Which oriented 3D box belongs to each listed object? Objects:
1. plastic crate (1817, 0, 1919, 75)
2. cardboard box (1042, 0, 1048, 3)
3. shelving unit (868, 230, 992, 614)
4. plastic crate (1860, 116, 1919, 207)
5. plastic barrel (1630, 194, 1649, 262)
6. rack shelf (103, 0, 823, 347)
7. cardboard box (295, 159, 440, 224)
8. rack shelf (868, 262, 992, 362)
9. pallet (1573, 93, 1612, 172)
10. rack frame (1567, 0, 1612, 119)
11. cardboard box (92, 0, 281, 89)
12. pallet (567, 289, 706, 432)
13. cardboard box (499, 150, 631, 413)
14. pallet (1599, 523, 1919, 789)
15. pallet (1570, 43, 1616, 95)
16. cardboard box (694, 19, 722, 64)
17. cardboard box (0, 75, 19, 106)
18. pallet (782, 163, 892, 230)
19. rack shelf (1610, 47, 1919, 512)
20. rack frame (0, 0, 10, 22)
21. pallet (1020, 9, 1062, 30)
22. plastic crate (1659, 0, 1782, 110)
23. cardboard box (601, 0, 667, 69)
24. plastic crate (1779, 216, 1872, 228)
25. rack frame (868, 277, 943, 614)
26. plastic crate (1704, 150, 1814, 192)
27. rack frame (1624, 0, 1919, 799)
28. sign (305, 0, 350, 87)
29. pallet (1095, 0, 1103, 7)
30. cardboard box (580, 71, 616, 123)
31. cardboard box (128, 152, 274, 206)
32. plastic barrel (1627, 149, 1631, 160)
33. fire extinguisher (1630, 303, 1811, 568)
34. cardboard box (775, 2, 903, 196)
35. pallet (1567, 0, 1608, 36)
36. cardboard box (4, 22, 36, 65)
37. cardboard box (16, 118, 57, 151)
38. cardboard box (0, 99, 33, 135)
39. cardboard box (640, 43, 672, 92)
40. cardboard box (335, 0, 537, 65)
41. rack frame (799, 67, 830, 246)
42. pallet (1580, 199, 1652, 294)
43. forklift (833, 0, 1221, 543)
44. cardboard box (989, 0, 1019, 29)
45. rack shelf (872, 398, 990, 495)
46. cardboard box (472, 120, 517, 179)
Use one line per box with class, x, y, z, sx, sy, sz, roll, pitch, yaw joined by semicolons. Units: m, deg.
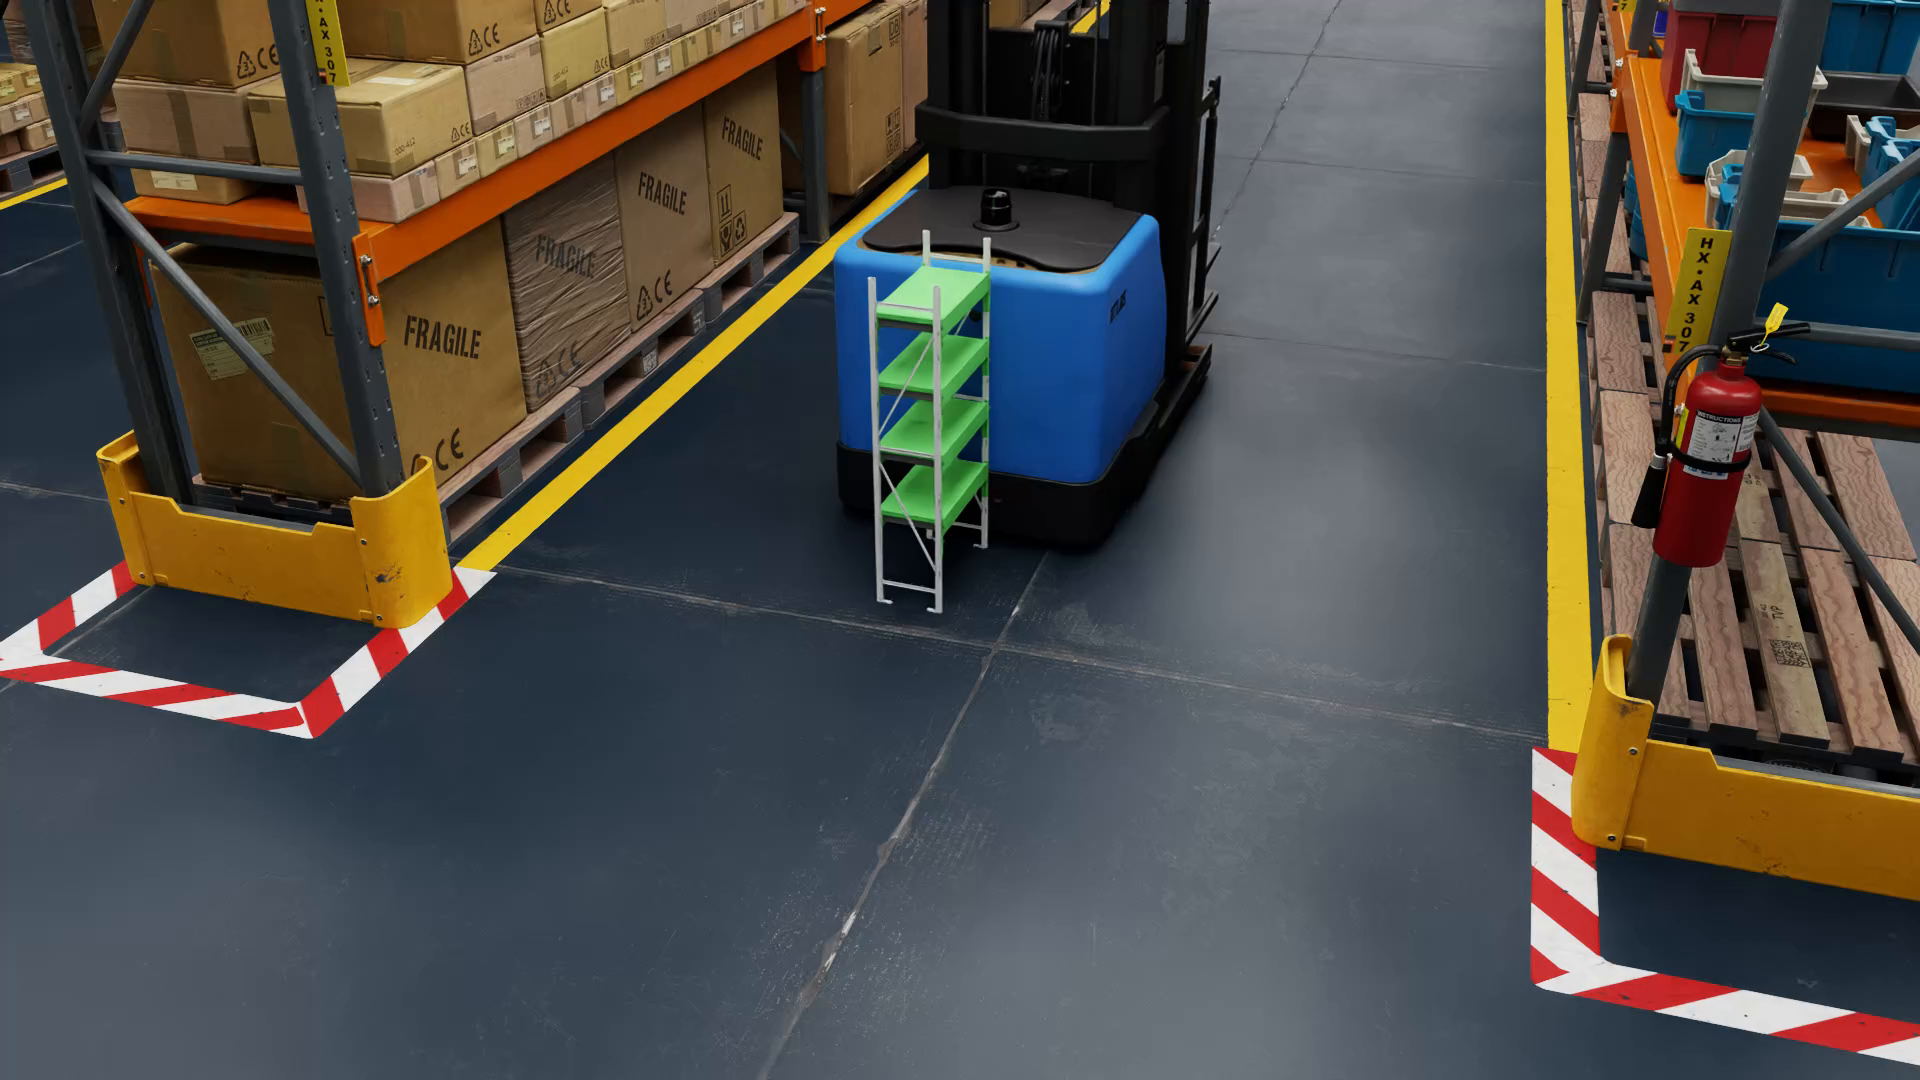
plastic crate;3.703;-2.076;6.851;0.392;0.384;0.575;8;30;15
cardboard box;0.441;-4.826;13.959;0.700;0.500;0.500;11;31;19
shelving unit;-0.094;-0.401;5.736;0.258;1.200;0.503;10;31;17
plastic crate;3.202;-1.236;5.497;0.416;0.233;0.300;8;30;15
plastic barrel;3.690;-1.840;8.198;0.600;0.901;0.708;8;30;15
rack shelf;-1.808;-1.786;7.114;1.077;0.370;4.000;8;30;15
cardboard box;-1.975;-1.179;5.541;0.380;0.149;0.250;9;30;15
rack shelf;-0.094;-0.765;5.534;0.258;0.148;0.480;10;31;17
pallet;4.496;-2.591;10.690;1.003;0.211;1.213;8;30;15
rack frame;4.688;-4.181;10.681;1.000;3.000;0.127;8;30;15
cardboard box;-2.503;-1.827;5.525;0.500;0.500;0.500;9;30;15
pallet;-1.875;-0.900;7.650;1.003;0.211;1.213;8;30;15
cardboard box;-2.017;-1.157;6.998;0.875;0.875;0.875;8;30;15
pallet;2.619;0.377;5.355;1.003;0.211;1.213;8;30;15
pallet;4.952;-3.317;11.996;1.003;0.211;1.213;8;30;15
cardboard box;-1.299;-2.253;7.472;0.380;0.149;0.250;9;30;16
cardboard box;-5.825;-2.655;9.825;0.380;0.149;0.250;9;30;15
pallet;-1.066;-2.180;9.952;1.003;0.211;1.213;8;30;15
rack shelf;2.927;-1.079;5.844;1.077;0.370;4.000;8;30;15
rack frame;-5.933;-3.784;9.967;1.000;3.000;0.127;8;30;15
pallet;0.184;-4.033;13.282;1.003;0.211;1.213;8;30;15
plastic crate;3.012;-1.998;6.628;0.402;0.464;0.583;8;30;15
cardboard box;-1.551;-2.138;6.856;0.500;0.250;0.500;8;30;14
plastic crate;2.505;-0.912;5.014;0.396;0.136;0.243;8;30;15
rack frame;-0.176;-0.289;5.536;0.240;1.200;0.015;10;31;17
plastic crate;2.632;-1.185;5.505;0.298;0.136;0.250;8;30;15
rack frame;2.340;-0.464;3.998;1.000;3.000;0.127;8;30;15
sign;-1.866;-1.501;4.891;0.100;0.325;0.005;8;30;15
pallet;0.900;-5.167;15.320;1.003;0.211;1.213;8;30;15
cardboard box;-1.600;-1.776;6.616;0.380;0.149;0.250;8;30;14
cardboard box;-2.605;-1.273;5.711;0.380;0.149;0.250;9;30;16
plastic barrel;4.229;-2.557;9.809;0.600;0.588;0.708;8;30;15
fire extinguisher;1.861;-0.262;4.098;0.296;0.674;0.183;8;30;15
cardboard box;-1.052;-2.585;9.564;1.225;0.875;0.875;9;30;15
pallet;5.669;-4.451;14.035;1.003;0.211;1.213;8;30;15
cardboard box;-5.956;-3.255;11.155;0.500;0.500;0.500;8;30;14
cardboard box;-5.722;-2.491;10.143;0.380;0.149;0.250;9;30;16
cardboard box;-5.789;-2.532;9.911;0.380;0.149;0.250;7;30;12
cardboard box;-1.450;-2.016;7.046;0.380;0.149;0.250;9;30;16
cardboard box;-1.849;-1.980;5.800;0.500;0.500;0.500;8;30;14
rack frame;-1.221;-3.029;8.610;1.000;3.000;0.127;8;30;15
pallet;3.780;-1.457;8.651;1.003;0.211;1.213;8;30;15
forklift;0.505;-1.969;6.775;1.130;2.935;3.031;10;31;17
cardboard box;-0.269;-3.826;11.795;1.225;0.875;0.875;7;30;13
rack shelf;-0.094;-0.345;5.767;0.258;0.148;0.480;10;31;17
cardboard box;-1.827;-1.417;5.970;0.380;0.149;0.250;8;30;14
